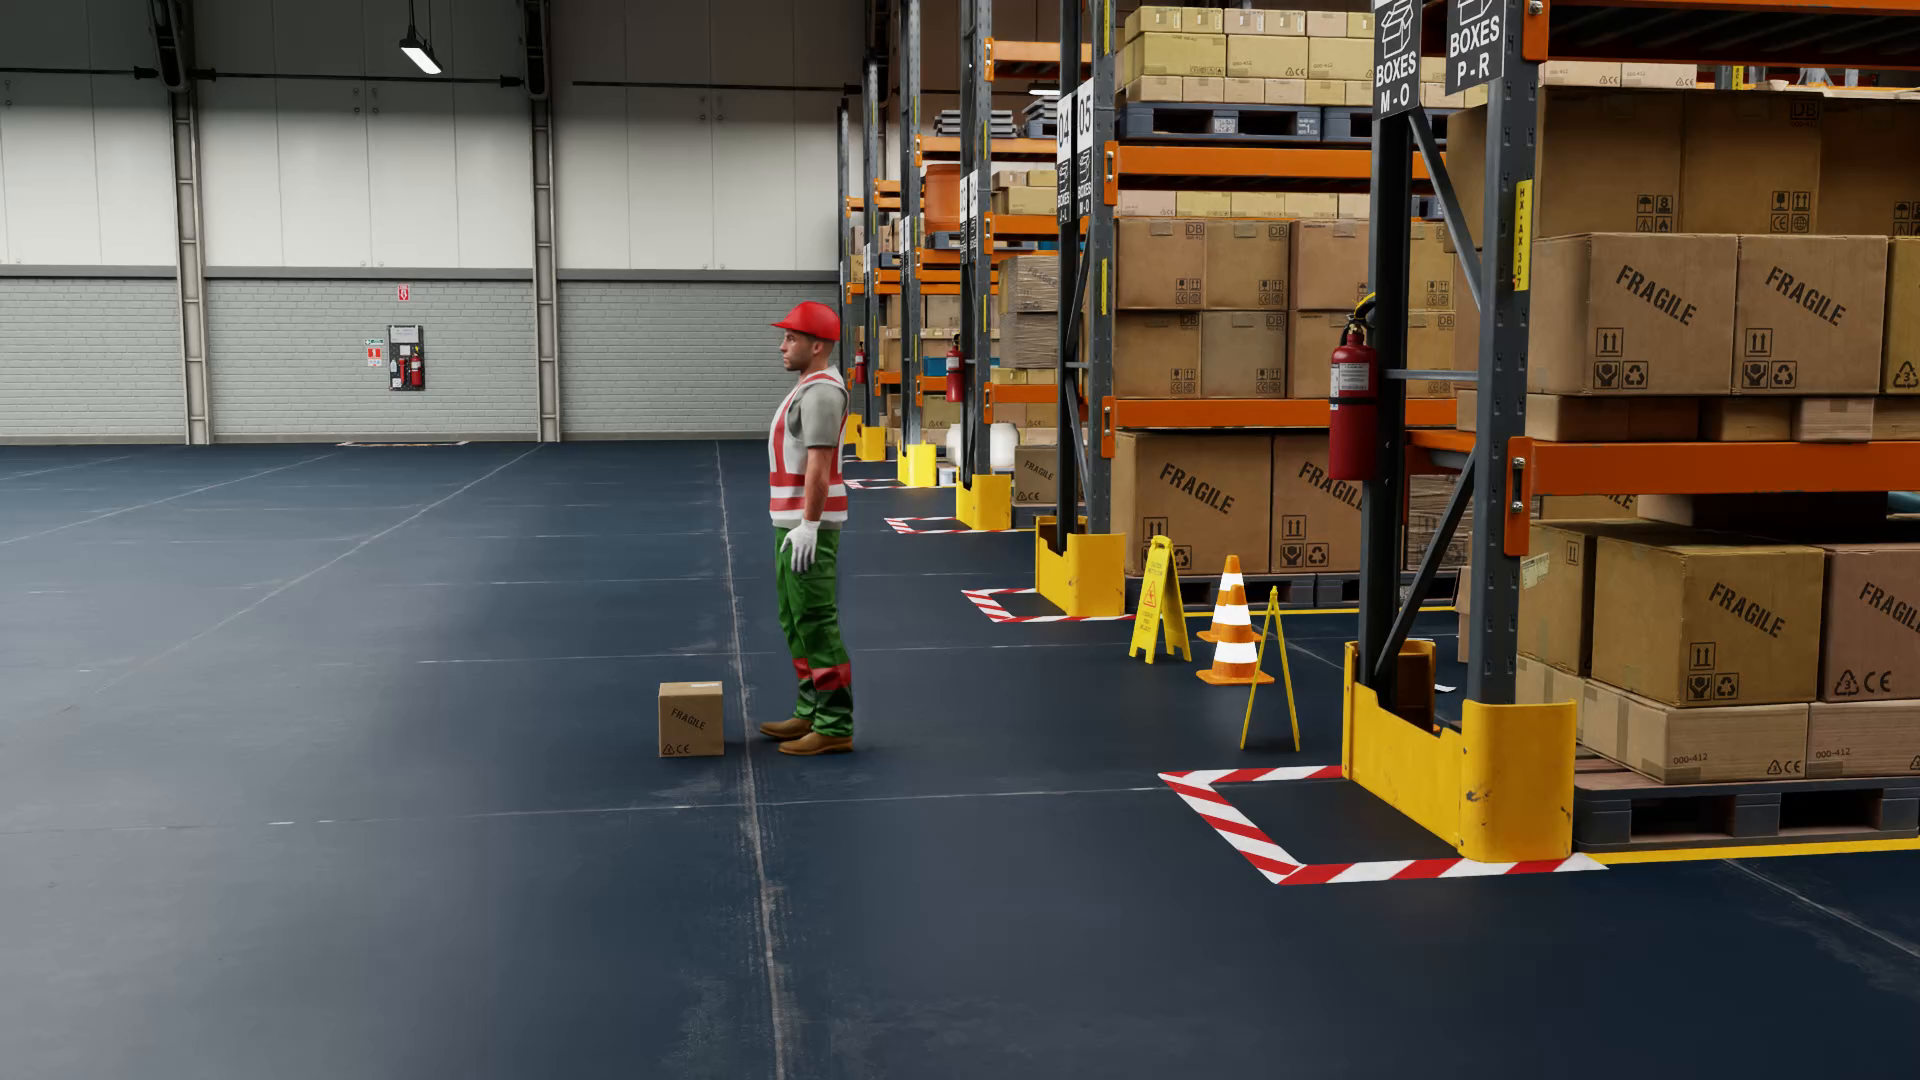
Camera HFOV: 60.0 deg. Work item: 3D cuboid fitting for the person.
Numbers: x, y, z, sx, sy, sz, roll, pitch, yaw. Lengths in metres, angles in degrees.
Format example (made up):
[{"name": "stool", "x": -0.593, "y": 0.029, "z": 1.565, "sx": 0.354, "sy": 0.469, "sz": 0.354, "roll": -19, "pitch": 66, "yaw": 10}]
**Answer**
[{"name": "person", "x": -0.623, "y": -0.049, "z": 6.649, "sx": 0.373, "sy": 1.795, "sz": 0.523, "roll": -1, "pitch": 6, "yaw": -7}]
